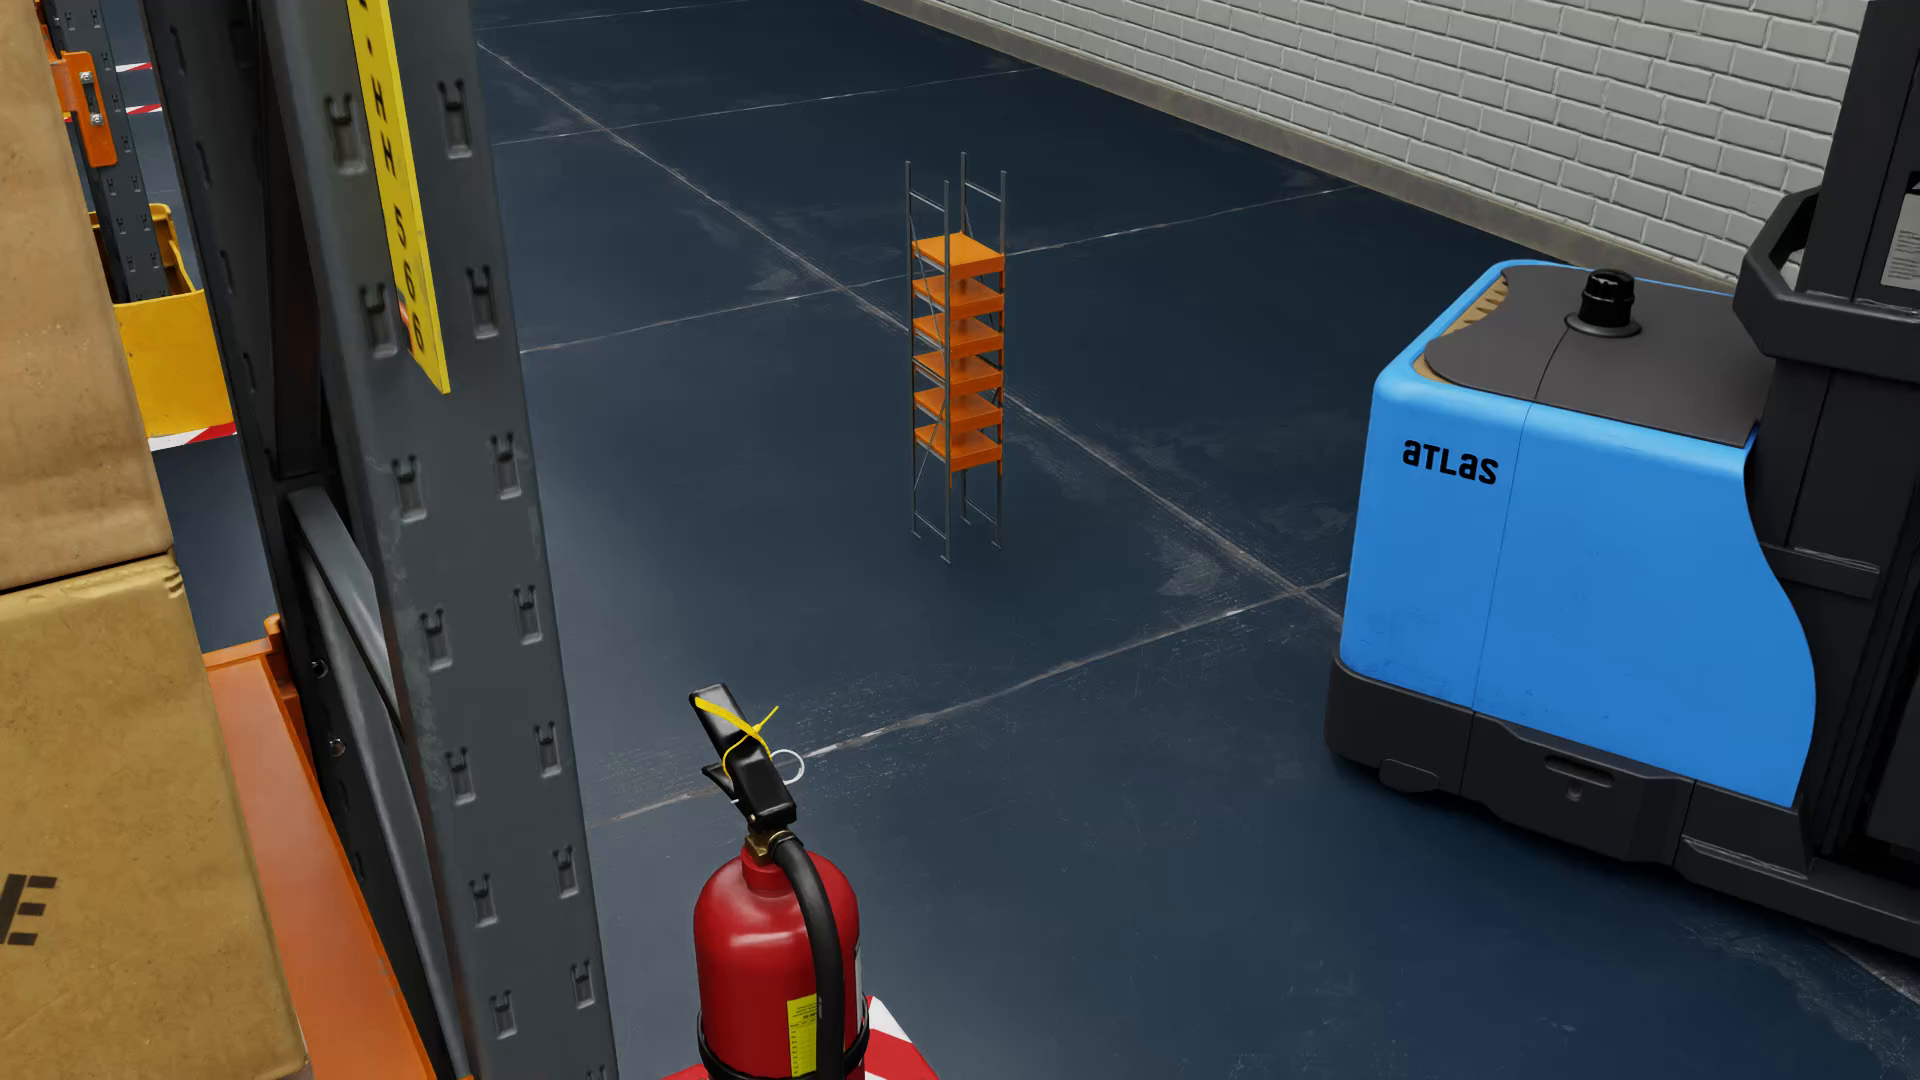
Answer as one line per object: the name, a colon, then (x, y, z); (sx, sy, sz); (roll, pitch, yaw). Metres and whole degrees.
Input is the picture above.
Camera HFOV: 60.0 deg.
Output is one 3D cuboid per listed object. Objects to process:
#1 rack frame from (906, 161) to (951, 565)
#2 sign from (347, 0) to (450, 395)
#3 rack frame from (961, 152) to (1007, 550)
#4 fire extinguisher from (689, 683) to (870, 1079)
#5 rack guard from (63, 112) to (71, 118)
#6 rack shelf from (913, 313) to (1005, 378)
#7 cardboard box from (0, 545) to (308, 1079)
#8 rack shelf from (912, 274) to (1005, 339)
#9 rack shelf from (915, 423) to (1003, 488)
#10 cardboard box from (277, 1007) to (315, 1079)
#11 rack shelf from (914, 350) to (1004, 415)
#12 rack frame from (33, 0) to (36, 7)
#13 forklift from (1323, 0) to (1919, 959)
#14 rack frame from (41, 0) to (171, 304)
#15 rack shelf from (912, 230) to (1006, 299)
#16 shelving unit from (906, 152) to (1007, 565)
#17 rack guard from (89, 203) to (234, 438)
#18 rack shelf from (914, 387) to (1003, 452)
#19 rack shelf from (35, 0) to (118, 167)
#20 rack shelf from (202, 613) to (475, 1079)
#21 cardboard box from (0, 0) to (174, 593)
rack frame: (-0.091, -0.499, 4.913); (0.006, 1.200, 0.240); (-16, 33, -26)
sign: (-0.375, -0.261, 1.093); (0.005, 0.325, 0.100); (-16, 33, -26)
rack frame: (0.066, -0.544, 4.994); (0.006, 1.200, 0.240); (-16, 33, -26)
fire extinguisher: (-0.188, 0.476, 1.749); (0.183, 0.674, 0.296); (-16, 33, -26)
rack guard: (-5.559, -2.923, 10.029); (0.348, 0.500, 1.175); (-16, 33, -26)
rack shelf: (-0.012, -0.588, 4.917); (0.180, 0.103, 0.258); (-16, 33, -26)
cardboard box: (-0.896, 0.191, 1.388); (0.500, 0.500, 0.500); (-15, 32, -25)
rack shelf: (-0.012, -0.693, 4.859); (0.180, 0.103, 0.258); (-16, 33, -26)
rack shelf: (-0.012, -0.273, 5.091); (0.180, 0.103, 0.258); (-16, 33, -26)
cardboard box: (-0.777, 0.456, 1.580); (0.250, 0.149, 0.380); (-16, 33, -26)
rack shelf: (-0.012, -0.483, 4.975); (0.180, 0.103, 0.258); (-16, 33, -26)
rack frame: (-5.574, -4.006, 9.405); (0.127, 3.000, 1.000); (-16, 33, -26)
forklift: (2.437, -0.526, 3.170); (3.031, 2.935, 1.130); (17, 33, 28)
rack frame: (-3.064, -1.943, 5.666); (0.127, 3.000, 1.000); (-16, 33, -26)
rack shelf: (-0.012, -0.798, 4.801); (0.180, 0.103, 0.258); (-16, 33, -26)
shelving unit: (-0.012, -0.522, 4.954); (0.189, 1.200, 0.258); (-16, 33, -26)
rack guard: (-3.044, -0.854, 6.281); (0.348, 0.500, 1.175); (-16, 33, -26)
rack shelf: (-0.012, -0.378, 5.033); (0.180, 0.103, 0.258); (-16, 33, -26)
rack shelf: (-4.789, -1.138, 4.953); (4.000, 0.370, 1.077); (-16, 33, -26)
rack shelf: (-2.363, 0.953, 1.164); (4.000, 0.370, 1.077); (-16, 33, -26)
cardboard box: (-0.907, -0.248, 1.149); (0.500, 0.500, 0.500); (-17, 33, -27)
